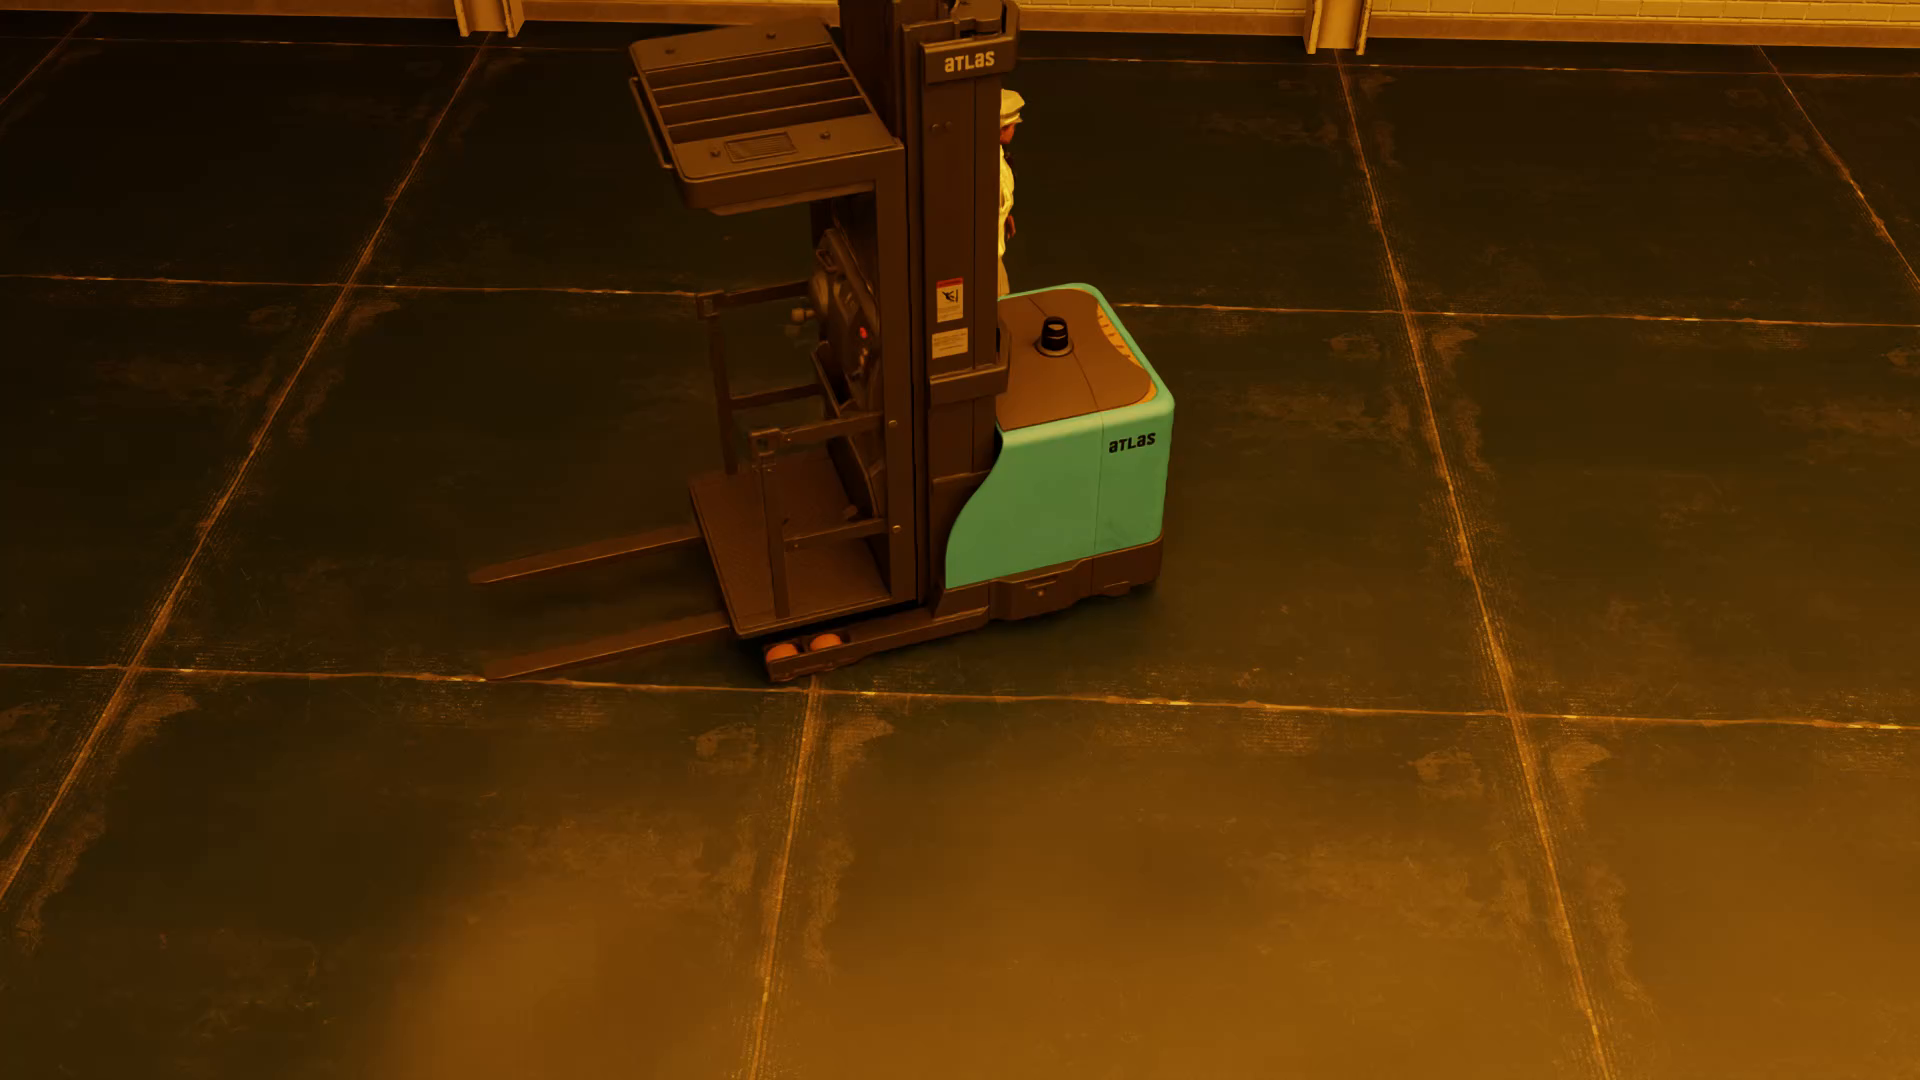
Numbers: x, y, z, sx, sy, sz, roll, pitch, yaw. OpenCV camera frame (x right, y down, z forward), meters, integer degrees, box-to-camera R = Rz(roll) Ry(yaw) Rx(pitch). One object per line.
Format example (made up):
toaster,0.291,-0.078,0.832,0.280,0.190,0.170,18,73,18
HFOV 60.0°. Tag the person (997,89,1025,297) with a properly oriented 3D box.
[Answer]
person,0.103,-1.450,8.310,0.406,1.625,0.691,0,42,0

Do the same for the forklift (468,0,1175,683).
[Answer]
forklift,-0.653,-0.870,6.695,3.031,2.935,1.130,-13,44,-13
